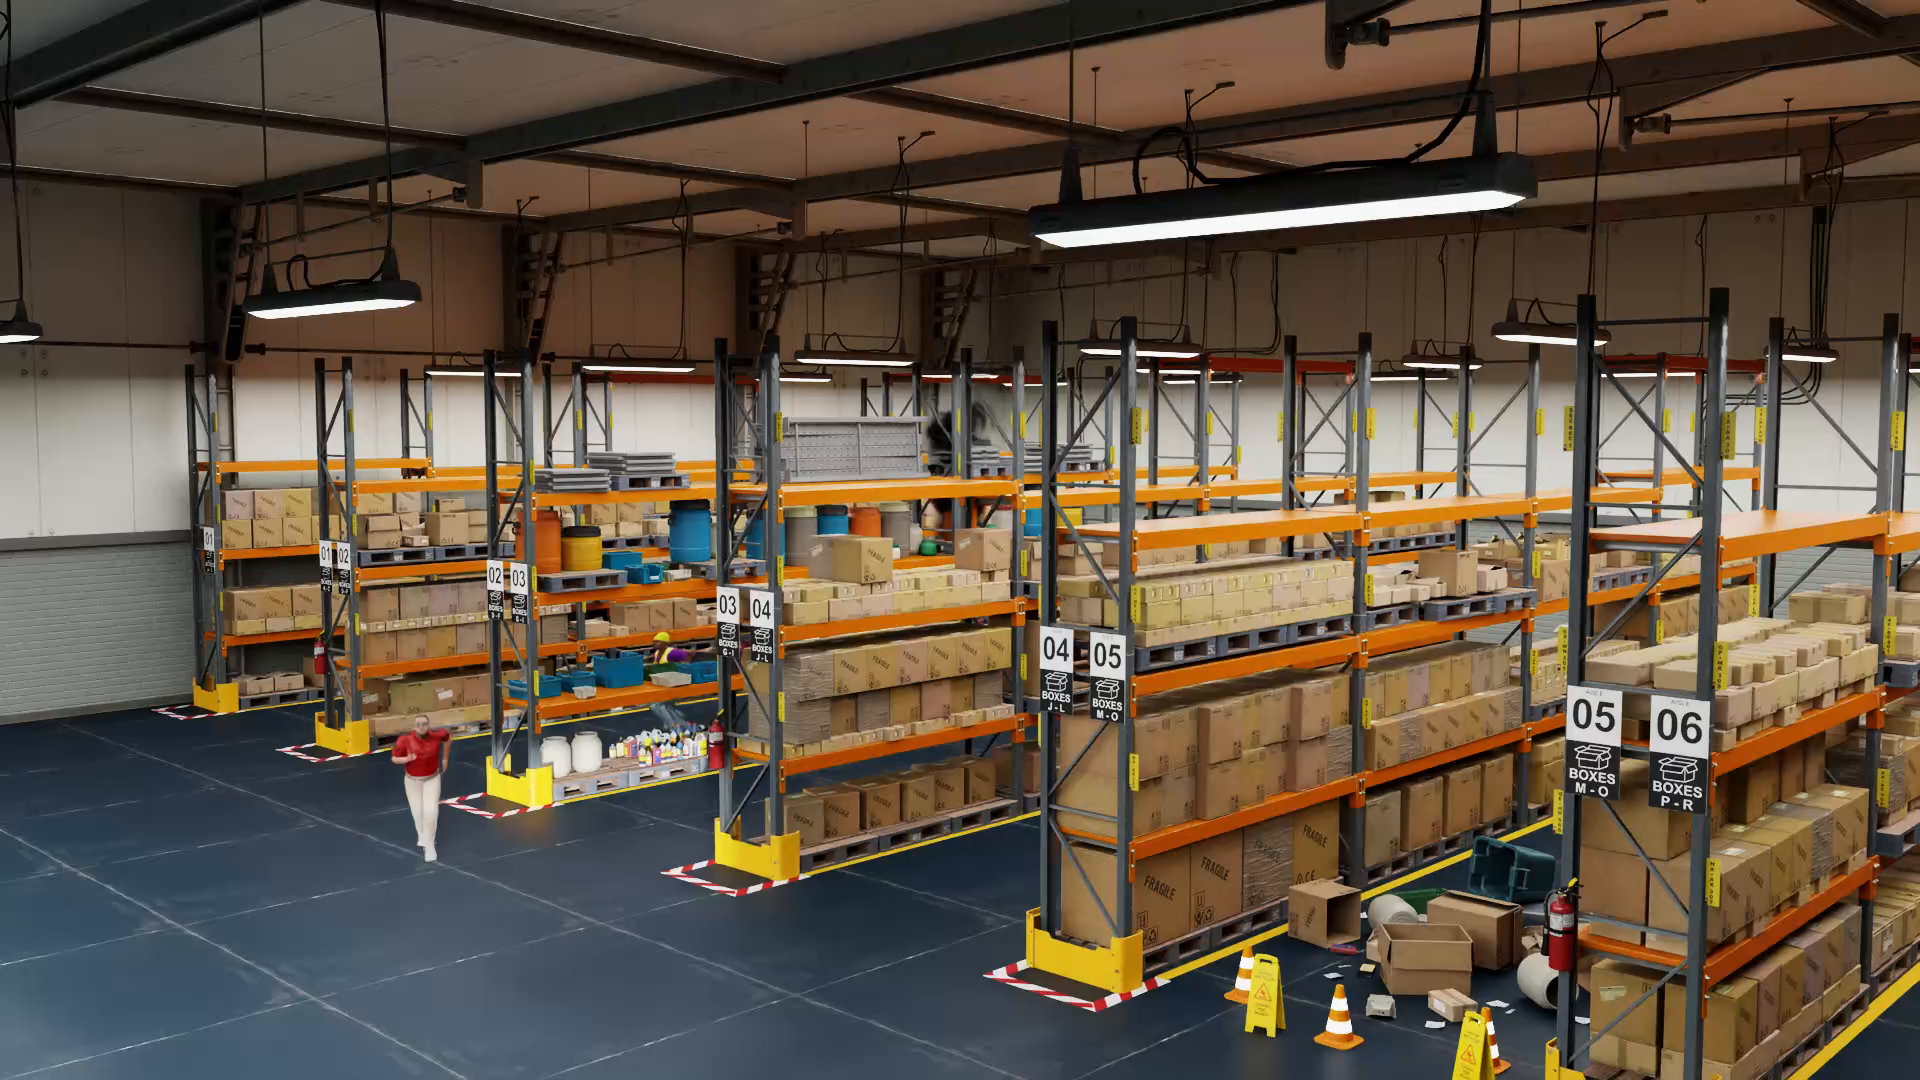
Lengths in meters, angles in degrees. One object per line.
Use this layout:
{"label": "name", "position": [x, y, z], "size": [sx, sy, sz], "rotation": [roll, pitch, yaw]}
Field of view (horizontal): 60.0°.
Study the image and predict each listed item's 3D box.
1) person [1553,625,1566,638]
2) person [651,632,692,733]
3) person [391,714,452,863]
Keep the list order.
{"label": "person", "position": [9.642, 2.249, 26.623], "size": [0.821, 1.786, 0.684], "rotation": [-4, 6, -44]}
{"label": "person", "position": [-4.573, 2.288, 26.001], "size": [0.782, 1.716, 0.738], "rotation": [-4, 6, -39]}
{"label": "person", "position": [-6.254, 2.850, 19.363], "size": [0.647, 1.738, 0.961], "rotation": [-1, 4, -13]}
